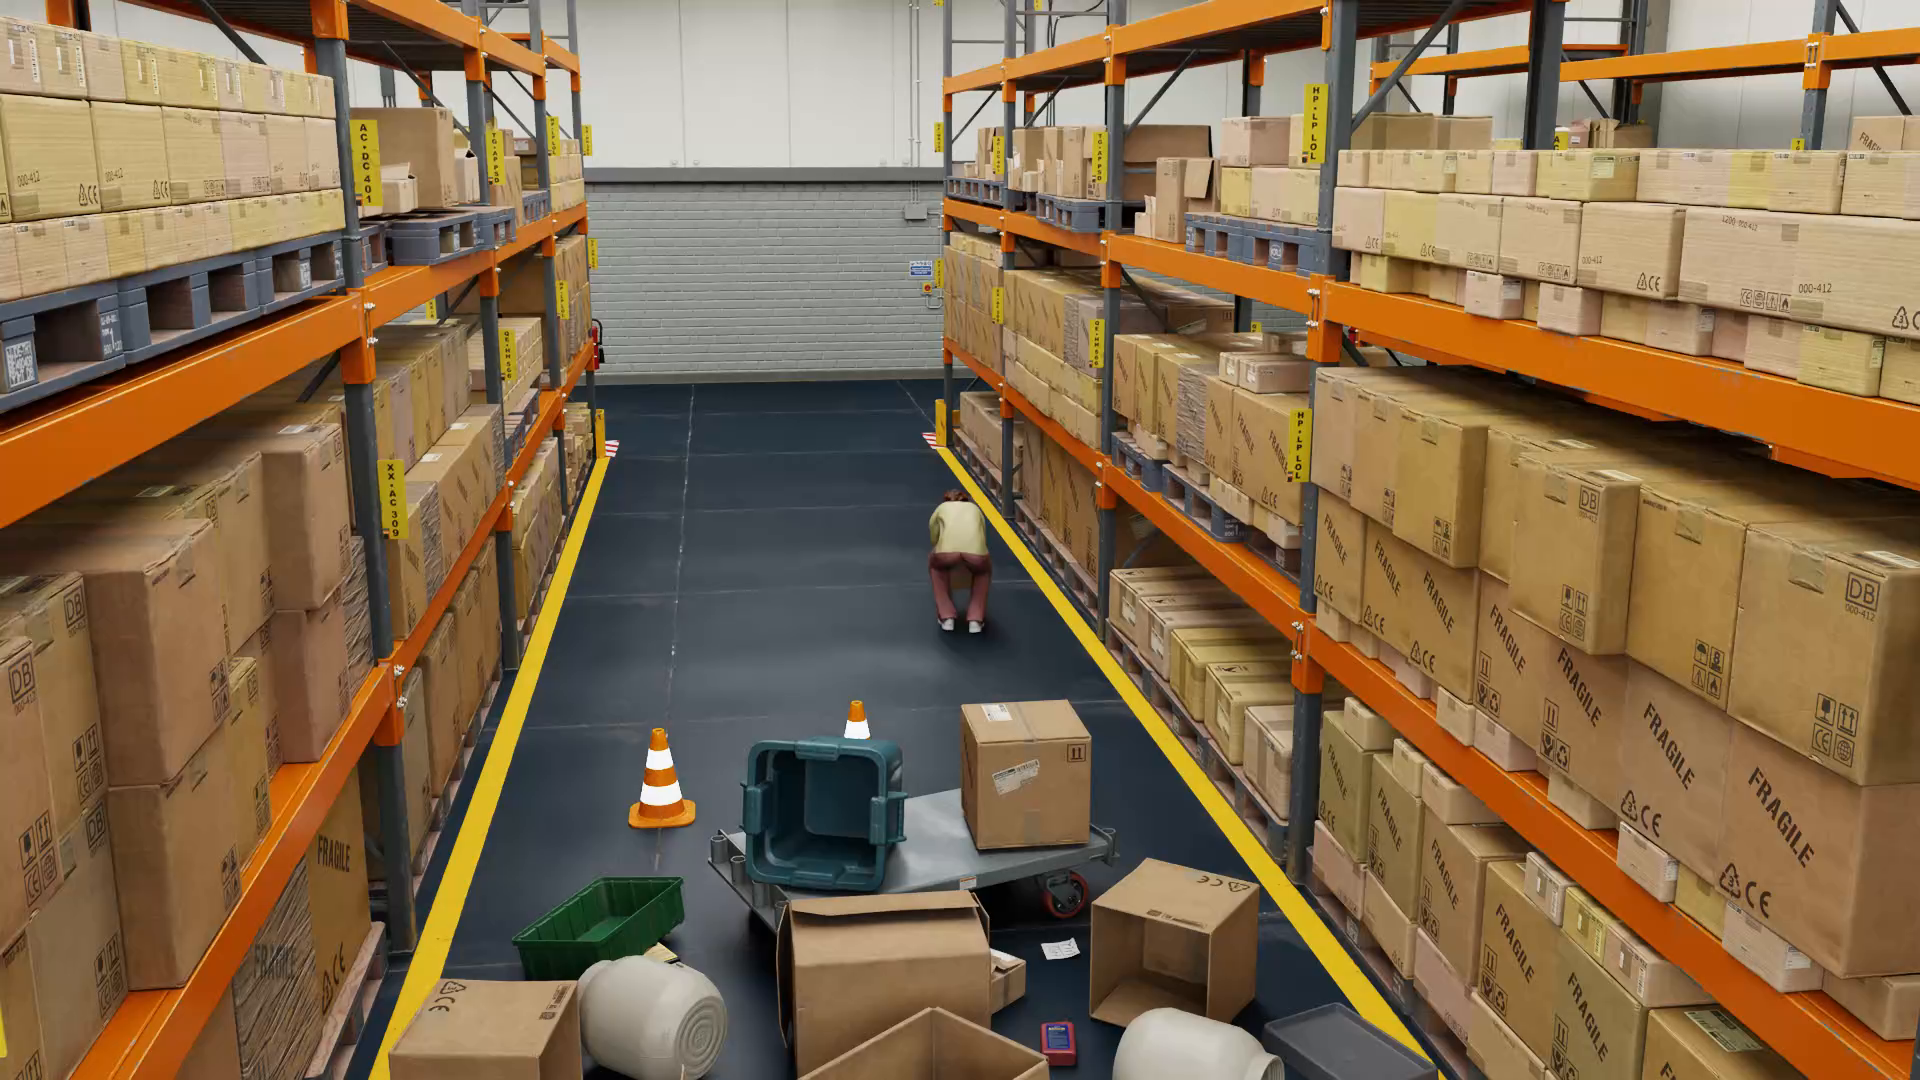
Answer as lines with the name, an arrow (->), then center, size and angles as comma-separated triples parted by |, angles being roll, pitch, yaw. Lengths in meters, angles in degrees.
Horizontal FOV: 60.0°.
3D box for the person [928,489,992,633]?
person -> 0.002, 0.148, 11.985 | 0.462, 0.934, 0.854 | 0, 13, -1
